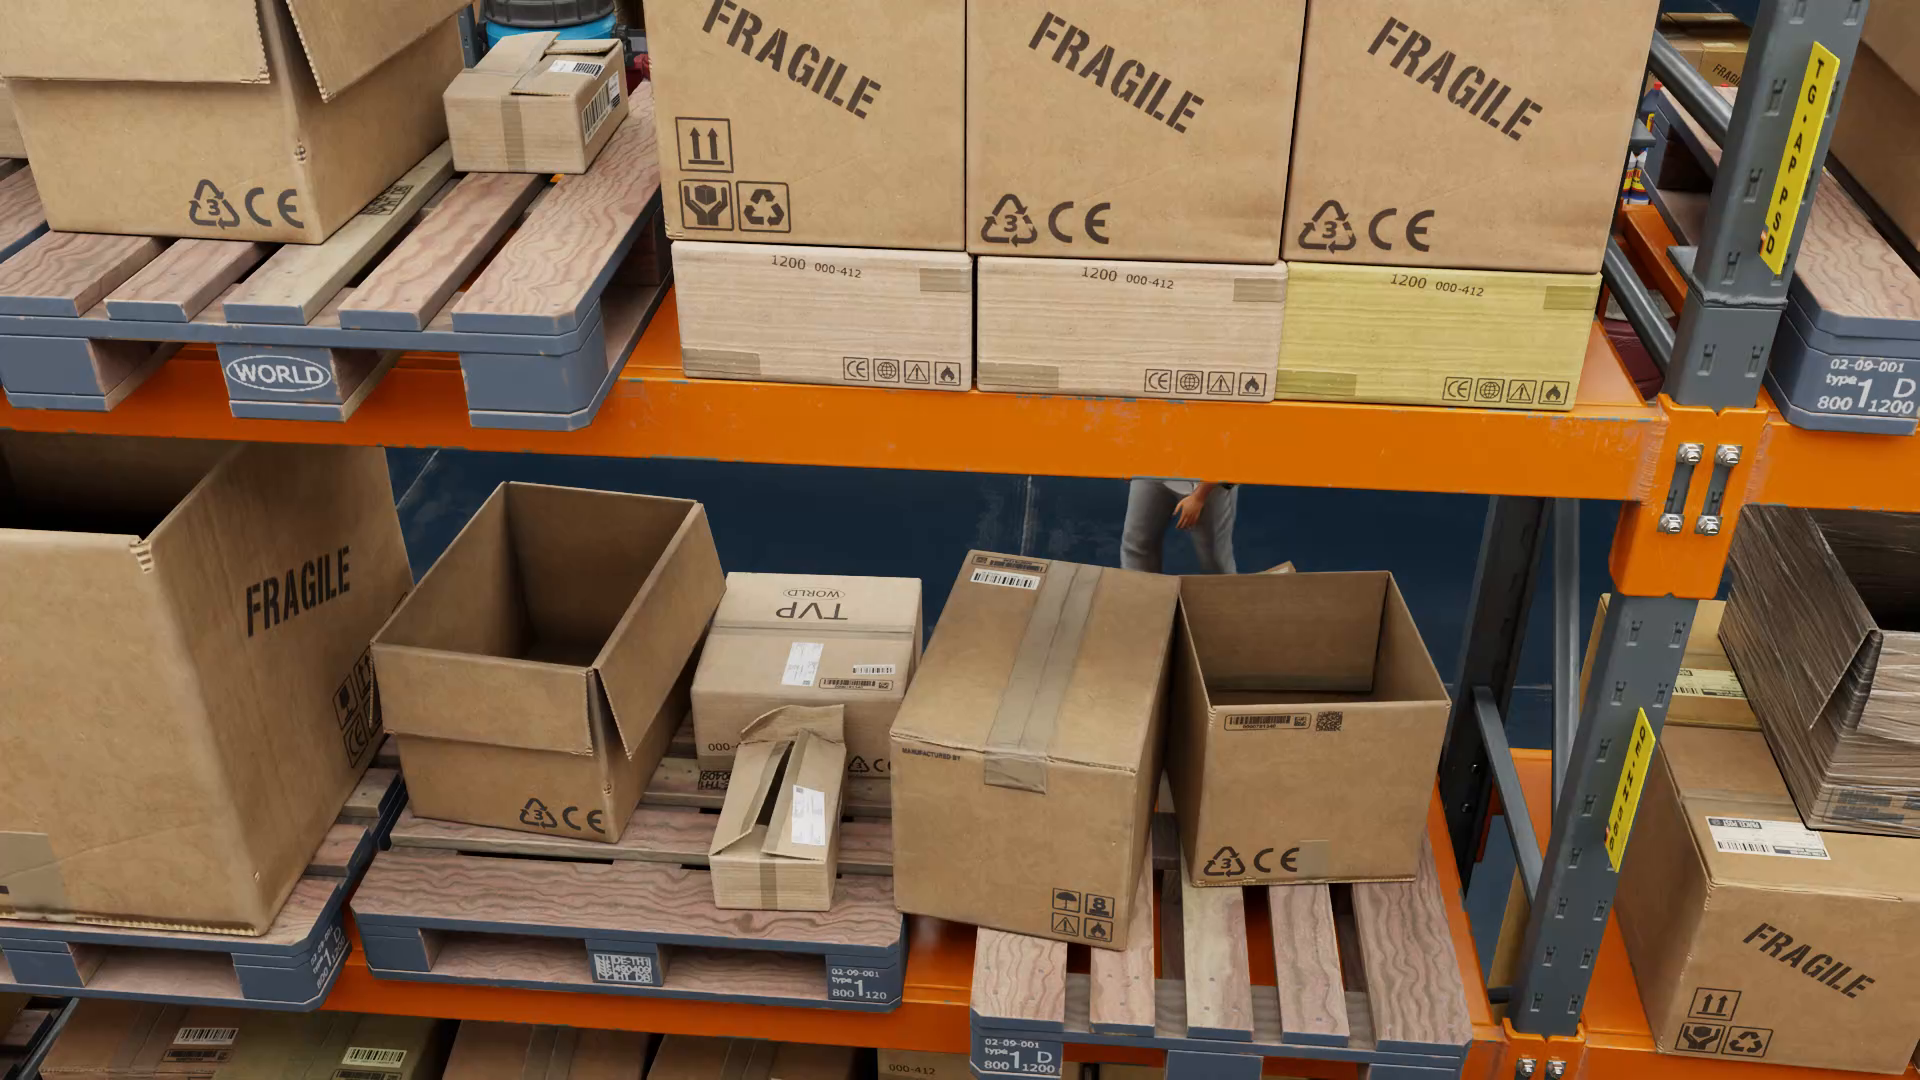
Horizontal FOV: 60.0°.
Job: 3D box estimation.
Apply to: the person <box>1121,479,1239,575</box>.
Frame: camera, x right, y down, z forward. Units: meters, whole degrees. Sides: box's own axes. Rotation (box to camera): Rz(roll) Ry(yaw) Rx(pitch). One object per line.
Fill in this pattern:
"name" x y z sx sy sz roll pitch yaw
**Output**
"person" 0.852 -0.256 6.509 0.562 1.646 0.628 27 41 36
